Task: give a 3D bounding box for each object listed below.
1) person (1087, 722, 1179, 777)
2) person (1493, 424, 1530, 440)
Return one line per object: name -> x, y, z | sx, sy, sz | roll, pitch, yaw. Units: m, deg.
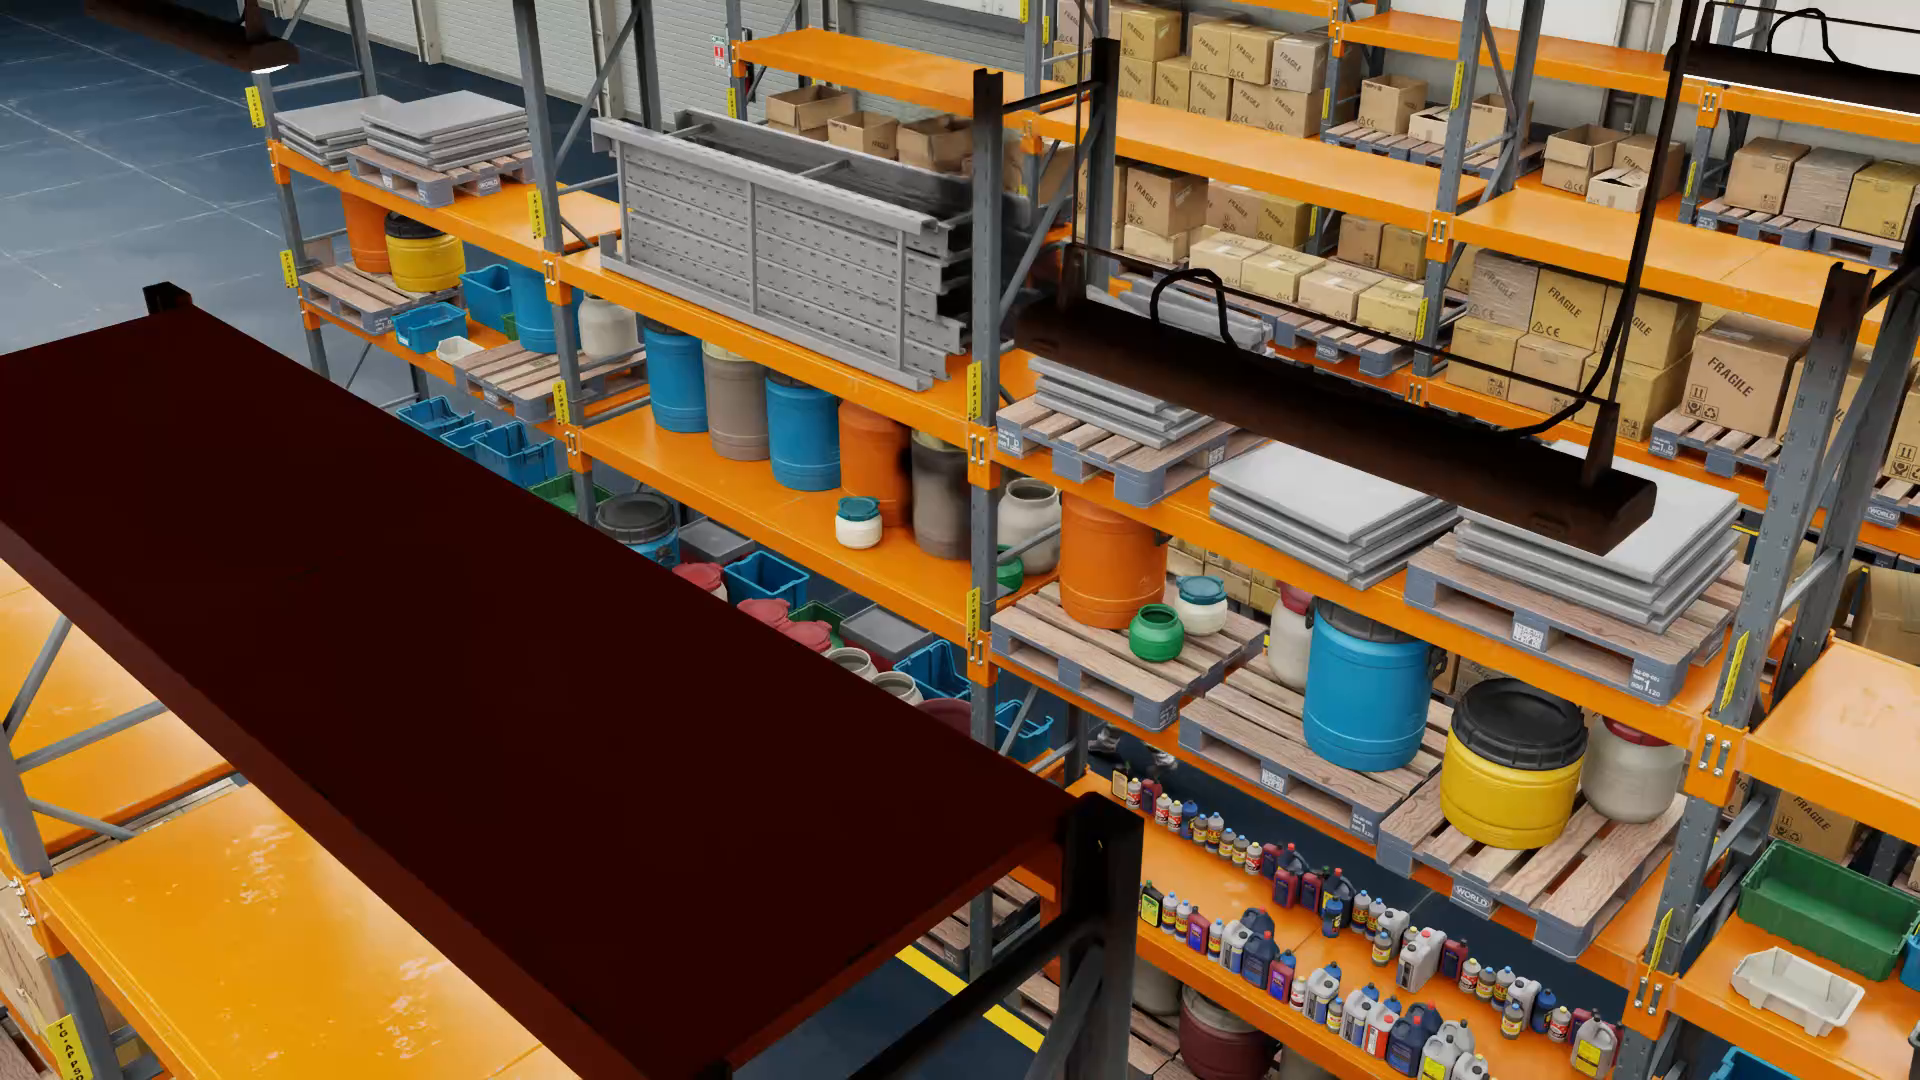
person -> 1.355, 0.980, 12.659 | 0.902, 1.787, 0.663 | 22, 36, 33
person -> 5.118, -0.630, 15.650 | 0.760, 1.681, 0.669 | 20, 35, 31
